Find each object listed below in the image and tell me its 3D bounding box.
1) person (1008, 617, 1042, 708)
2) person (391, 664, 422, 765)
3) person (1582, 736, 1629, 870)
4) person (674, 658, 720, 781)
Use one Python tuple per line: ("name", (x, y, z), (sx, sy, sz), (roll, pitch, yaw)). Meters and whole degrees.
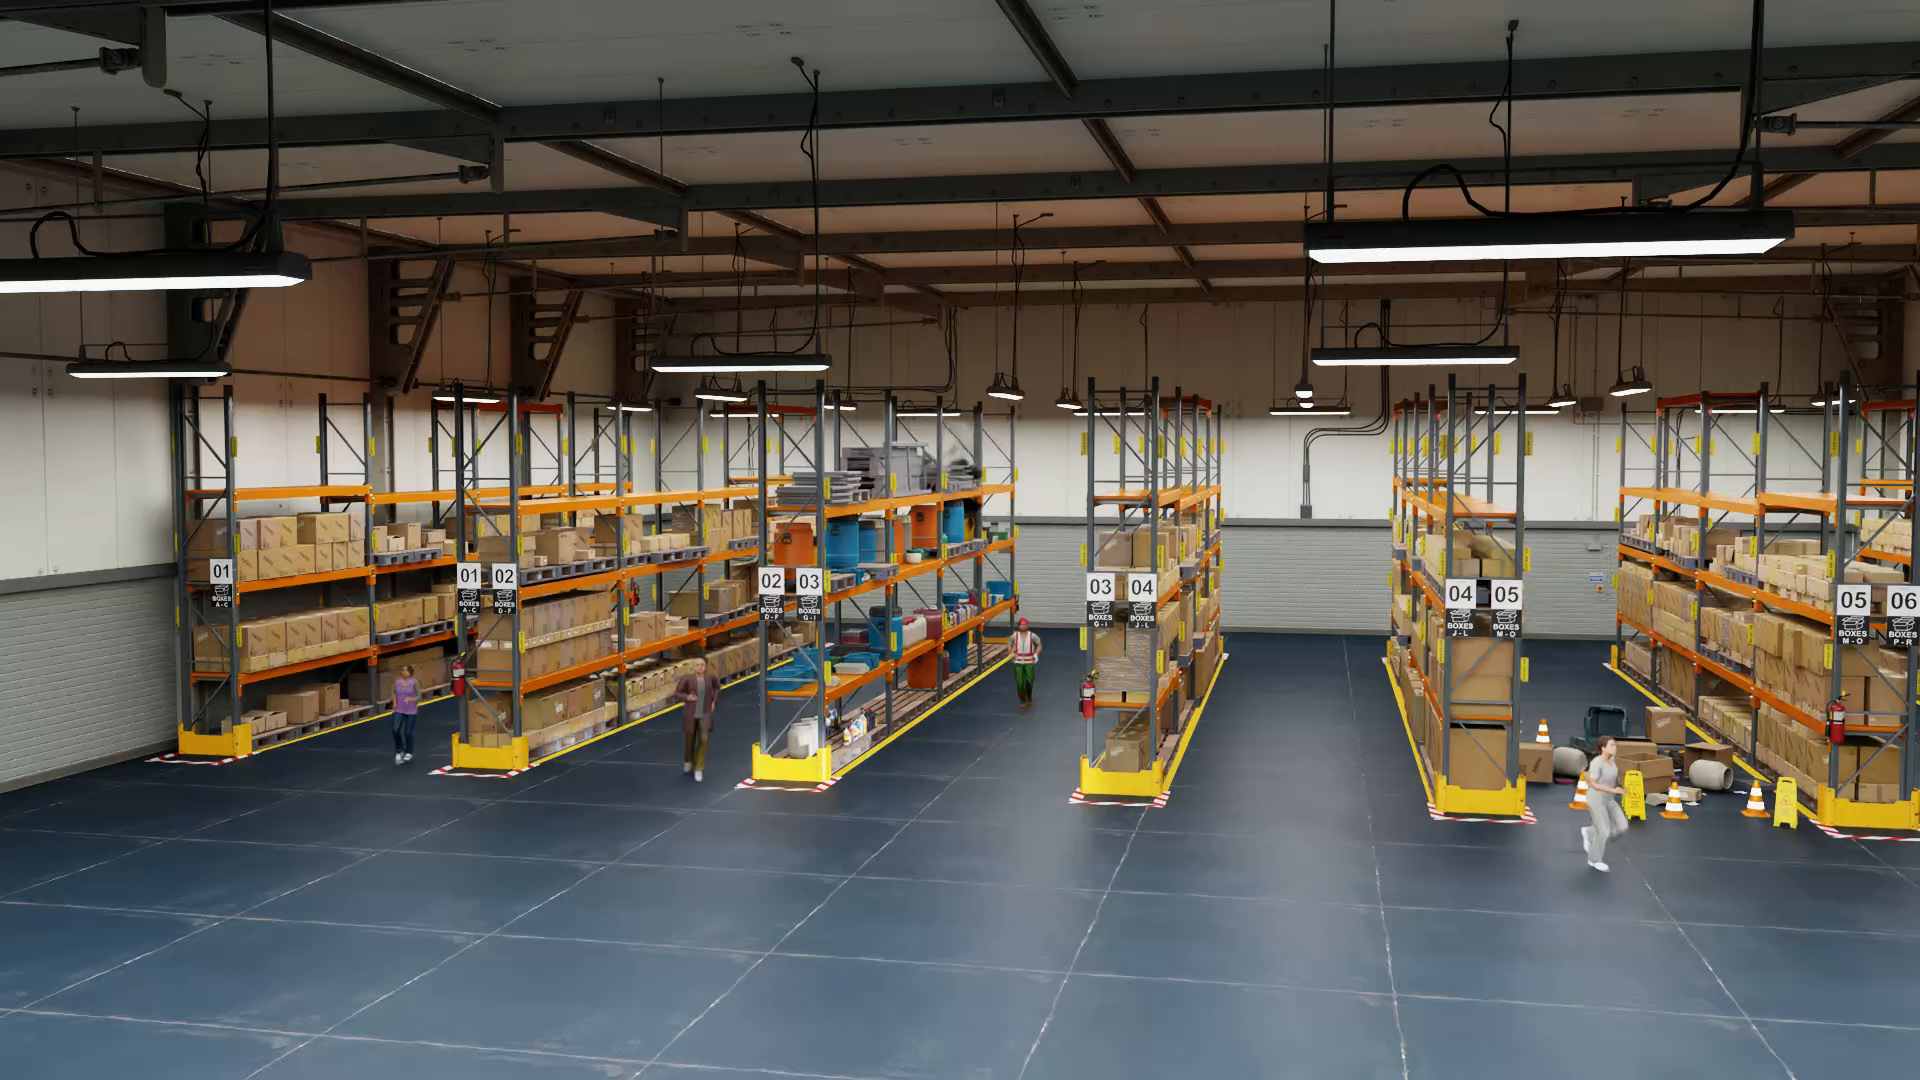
("person", (1.219, 2.348, 31.593), (0.643, 1.741, 0.581), (0, 3, 5))
("person", (-8.758, 2.746, 26.242), (0.534, 1.592, 0.636), (0, 3, -4))
("person", (7.635, 3.100, 19.632), (0.603, 1.620, 0.623), (-2, 4, -37))
("person", (-3.989, 2.812, 25.294), (0.720, 1.656, 0.806), (-1, 3, -15))
